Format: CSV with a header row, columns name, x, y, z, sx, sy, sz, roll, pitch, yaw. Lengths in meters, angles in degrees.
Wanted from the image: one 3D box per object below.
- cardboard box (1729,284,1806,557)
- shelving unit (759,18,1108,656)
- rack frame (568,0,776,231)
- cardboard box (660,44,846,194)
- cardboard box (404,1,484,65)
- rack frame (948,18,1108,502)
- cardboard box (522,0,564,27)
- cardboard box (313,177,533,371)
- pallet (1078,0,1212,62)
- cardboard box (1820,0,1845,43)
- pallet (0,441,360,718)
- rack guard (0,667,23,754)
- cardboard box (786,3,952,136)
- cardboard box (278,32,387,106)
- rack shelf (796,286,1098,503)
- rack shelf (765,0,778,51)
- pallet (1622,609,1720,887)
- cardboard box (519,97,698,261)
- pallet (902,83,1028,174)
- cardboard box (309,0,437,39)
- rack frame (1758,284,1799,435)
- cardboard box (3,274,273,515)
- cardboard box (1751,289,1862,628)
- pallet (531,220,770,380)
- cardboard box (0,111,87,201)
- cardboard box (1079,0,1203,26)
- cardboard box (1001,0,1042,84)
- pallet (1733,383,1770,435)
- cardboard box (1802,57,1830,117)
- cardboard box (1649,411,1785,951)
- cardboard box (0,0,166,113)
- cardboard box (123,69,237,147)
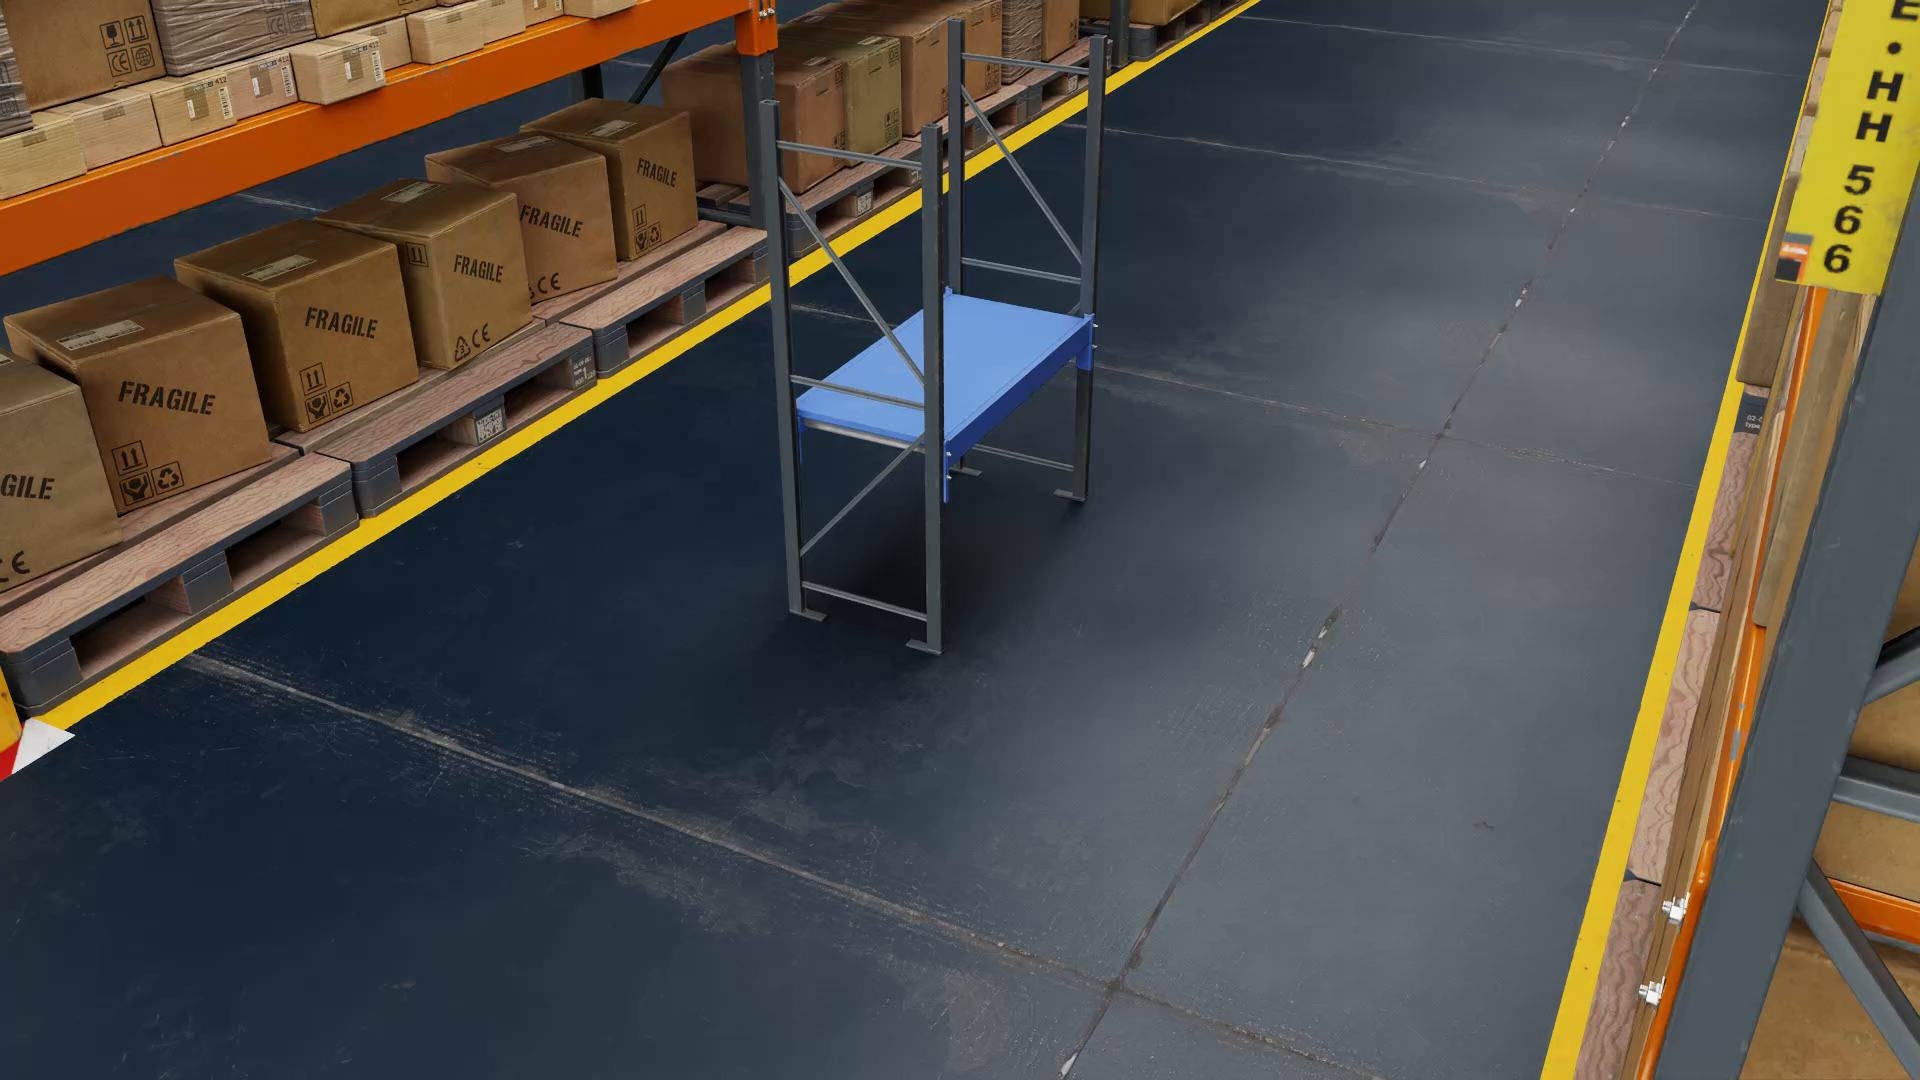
name,x,y,z,sx,sy,sz,roll,pitch,yaw
cardboard box,2.778,-0.418,4.677,0.875,0.875,0.875,15,33,24
shelving unit,-0.039,-0.613,4.811,0.538,1.500,1.048,14,33,23
rack frame,-1.243,-2.590,6.748,1.000,3.000,0.127,14,33,23
cardboard box,-0.944,-1.964,7.727,0.700,0.500,0.500,12,32,20
cardboard box,-1.776,-1.657,5.376,0.380,0.149,0.250,14,33,23
rack frame,0.193,-0.838,5.203,0.500,1.500,0.032,14,33,23
cardboard box,-1.615,-1.896,5.792,0.380,0.149,0.250,14,33,23
cardboard box,-1.928,-0.971,6.018,0.500,0.500,0.500,11,32,19
pallet,1.005,-3.486,11.109,1.003,0.211,1.213,14,33,23
cardboard box,4.591,-2.150,7.820,1.050,0.750,0.750,14,33,23
pallet,-2.629,0.007,5.027,1.003,0.211,1.213,14,33,23
rack guard,-3.031,0.233,4.341,1.175,0.500,0.348,14,33,23
cardboard box,-0.456,-2.419,8.519,0.700,0.500,0.500,11,32,19
cardboard box,-1.953,-1.423,4.968,0.380,0.149,0.250,14,33,23
rack shelf,-0.039,-0.457,4.900,0.538,0.185,1.000,14,33,23
rack shelf,-0.332,-3.165,8.471,1.077,0.370,4.000,14,33,23
pallet,2.156,0.651,3.904,1.003,0.211,1.213,14,33,23
cardboard box,-1.461,-1.520,6.973,0.500,0.500,0.500,13,32,22
pallet,-0.335,-2.269,8.989,1.003,0.211,1.213,14,33,23
cardboard box,-2.165,-1.906,5.159,0.875,0.500,0.500,14,33,23
rack frame,3.126,-1.420,4.711,1.000,3.000,0.127,14,33,23
cardboard box,-2.524,-0.461,5.129,0.500,0.500,0.500,24,38,36
cardboard box,1.664,-0.135,2.323,0.875,0.550,0.550,14,33,23
pallet,-1.518,-1.075,6.910,1.003,0.211,1.213,14,33,23
cardboard box,-2.465,-0.994,4.221,0.380,0.149,0.250,14,33,23
cardboard box,0.912,-3.925,10.785,1.225,0.875,0.875,13,32,21
cardboard box,0.050,-2.920,9.391,0.700,0.500,0.500,12,32,19
pallet,3.411,-0.570,6.031,1.003,0.211,1.213,14,33,23
cardboard box,3.772,-1.349,6.424,1.050,0.750,0.750,14,33,23
cardboard box,1.953,0.386,3.277,0.875,0.875,0.875,14,33,23
cardboard box,-2.669,-1.476,4.408,0.875,0.500,0.500,14,33,23
cardboard box,-2.249,-1.219,4.613,0.380,0.149,0.250,14,33,23
